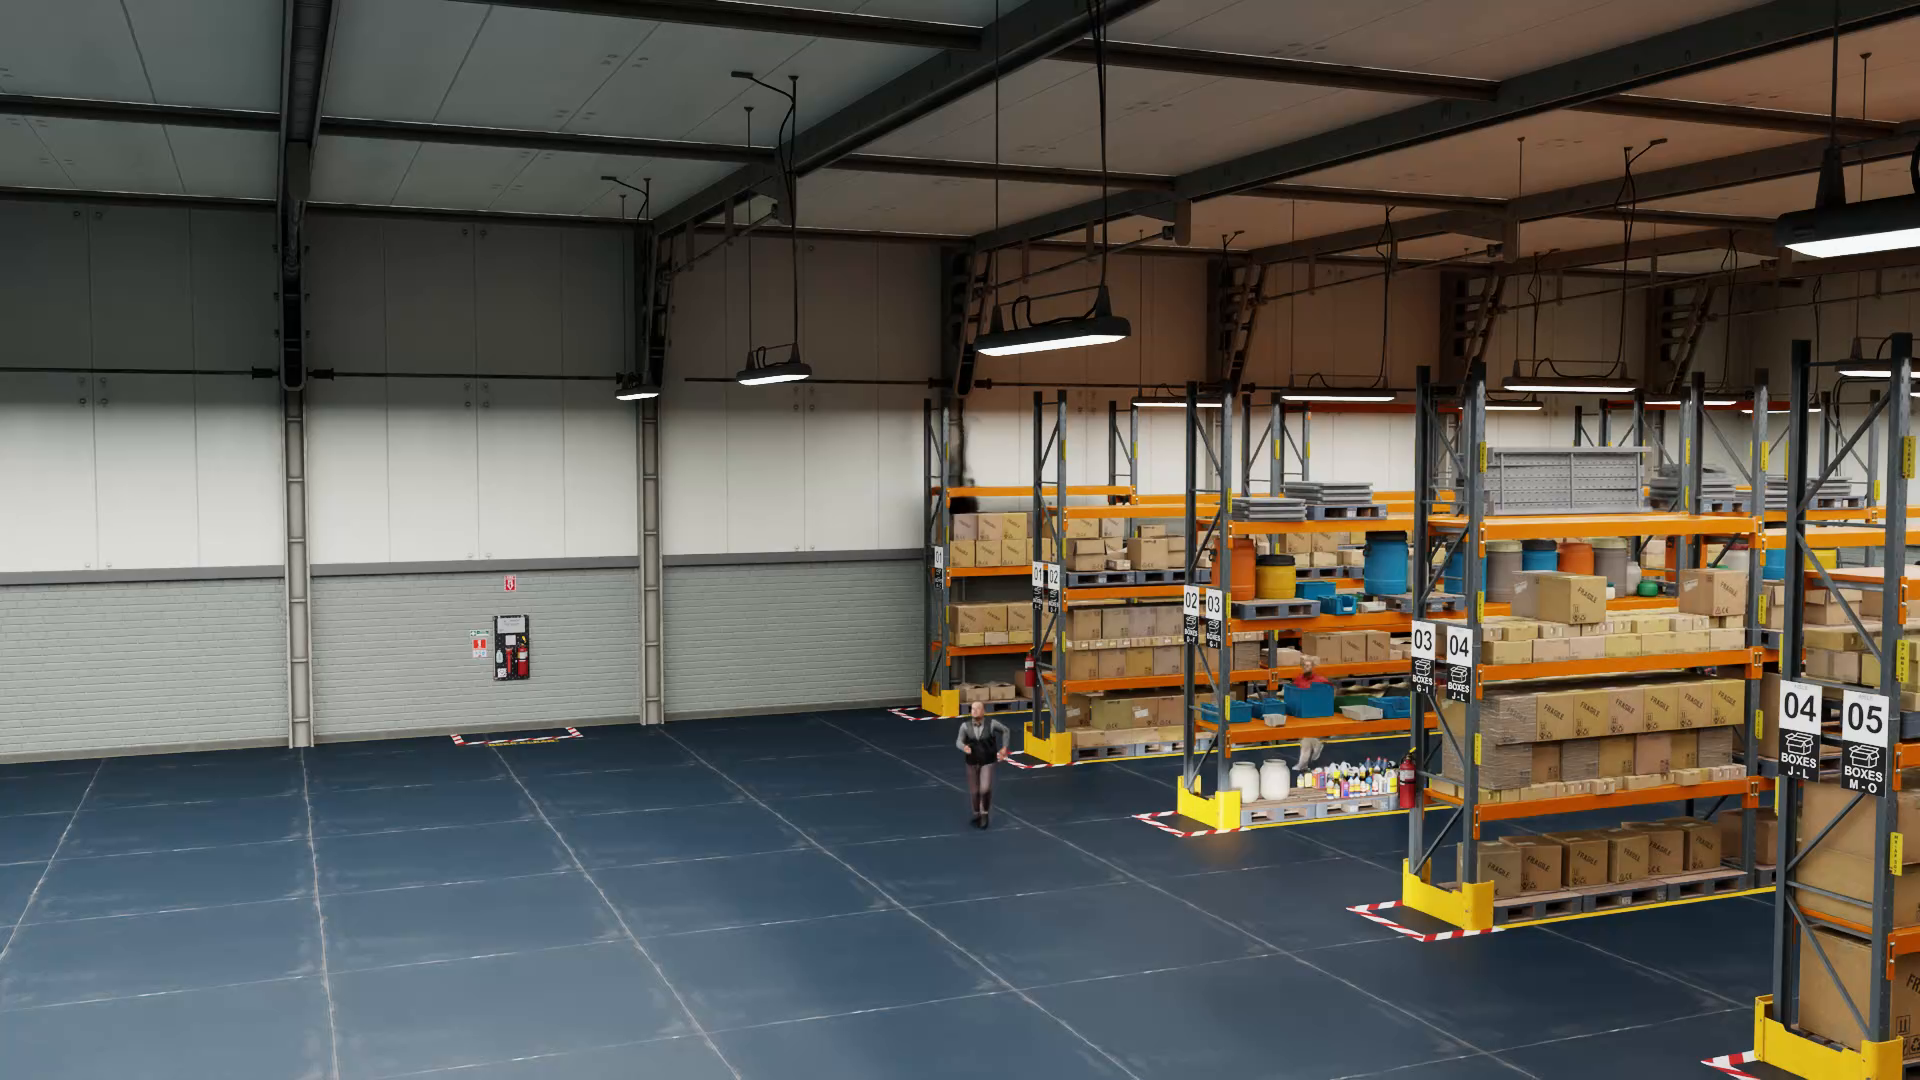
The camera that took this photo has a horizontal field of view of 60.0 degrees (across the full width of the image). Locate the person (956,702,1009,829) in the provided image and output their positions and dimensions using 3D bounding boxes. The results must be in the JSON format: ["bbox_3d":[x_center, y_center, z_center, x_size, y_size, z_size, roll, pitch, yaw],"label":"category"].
[{"bbox_3d":[0.289,3.019,22.182,0.670,1.647,0.845,1,3,13],"label":"person"}]

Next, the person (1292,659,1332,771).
[{"bbox_3d":[5.532,2.739,26.318,0.926,1.714,0.681,-3,5,-44],"label":"person"}]
